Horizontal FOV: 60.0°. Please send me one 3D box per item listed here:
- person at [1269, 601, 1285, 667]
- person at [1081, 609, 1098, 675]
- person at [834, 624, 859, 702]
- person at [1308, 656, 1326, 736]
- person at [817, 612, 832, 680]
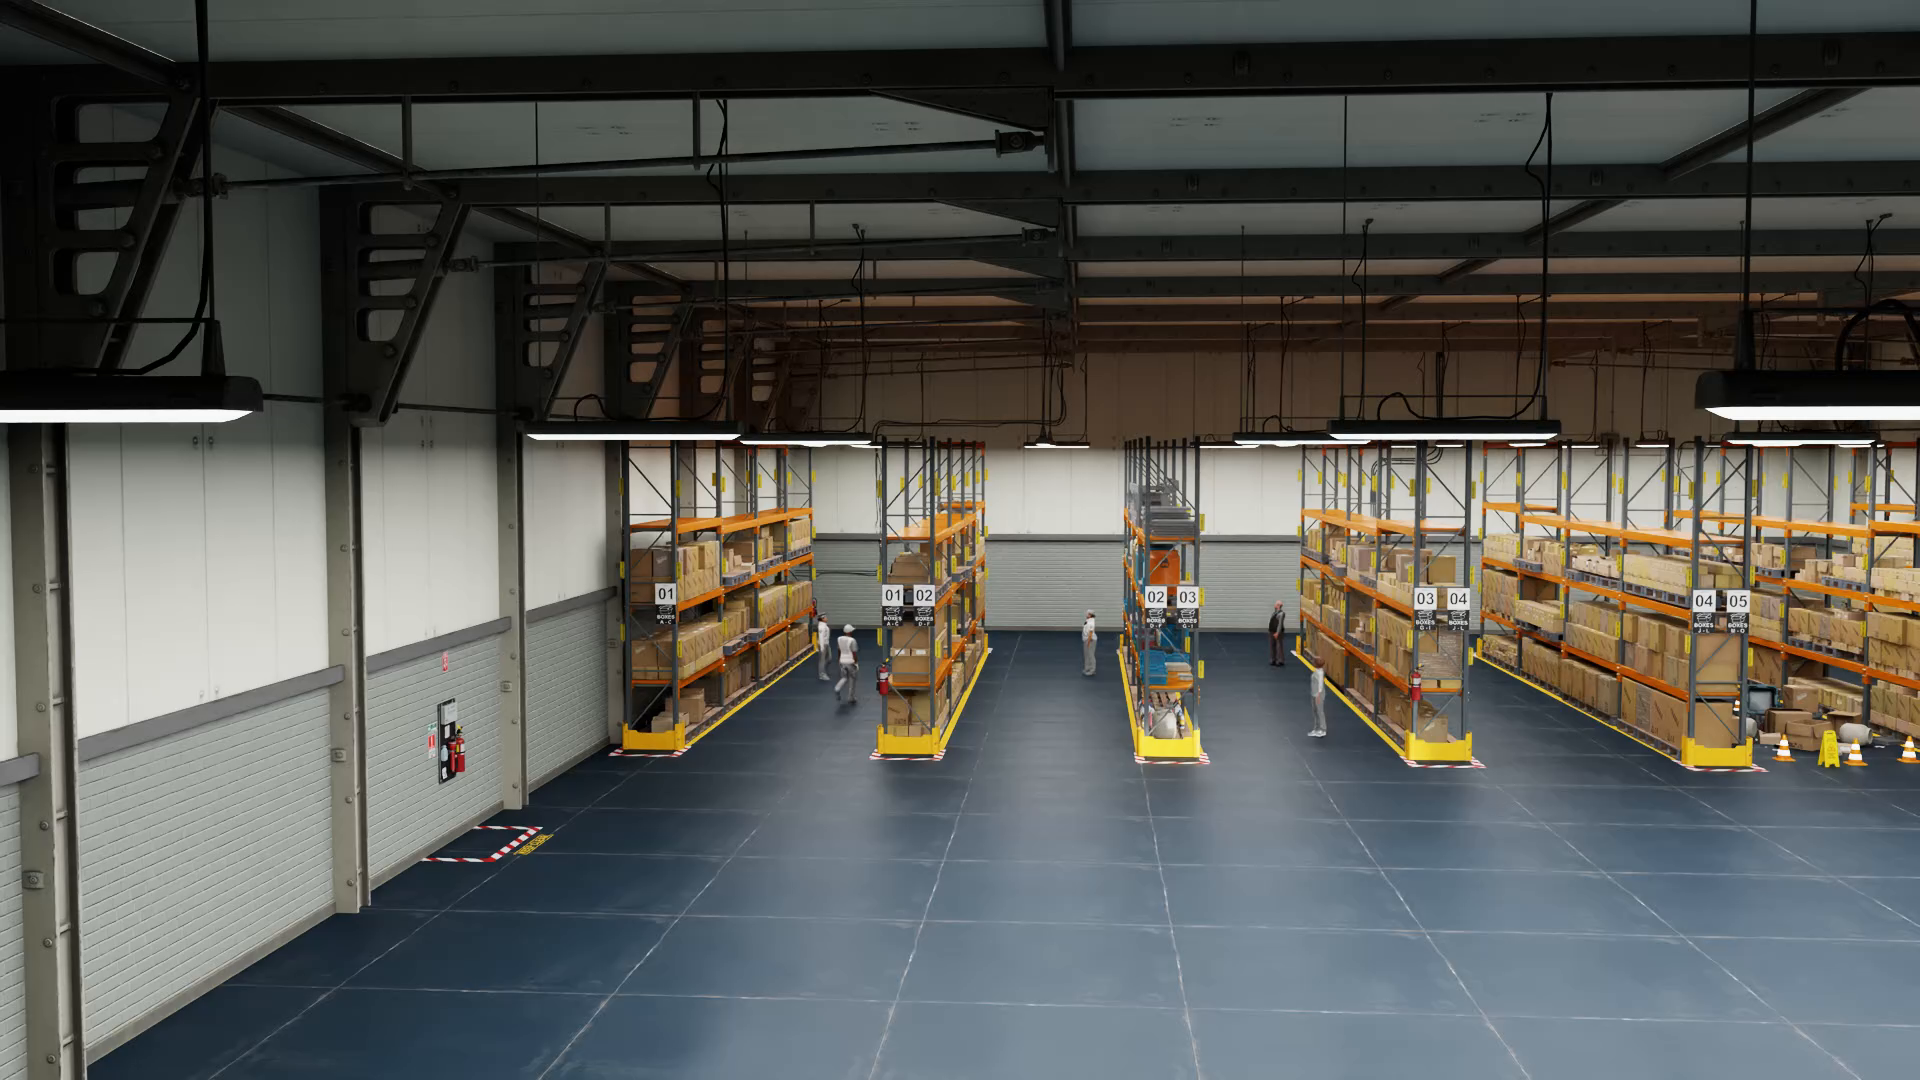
[{"bbox_3d":[8.434,2.491,44.328,0.449,1.729,0.546,-2,4,-30],"label":"person"},{"bbox_3d":[3.302,2.607,42.667,0.402,1.672,0.524,-1,3,-10],"label":"person"},{"bbox_3d":[-2.568,2.802,37.797,0.566,1.775,0.669,2,4,36],"label":"person"},{"bbox_3d":[7.175,3.138,33.355,0.349,1.623,0.459,0,3,-8],"label":"person"},{"bbox_3d":[-3.427,2.667,41.767,0.360,1.724,0.536,1,3,10],"label":"person"}]
